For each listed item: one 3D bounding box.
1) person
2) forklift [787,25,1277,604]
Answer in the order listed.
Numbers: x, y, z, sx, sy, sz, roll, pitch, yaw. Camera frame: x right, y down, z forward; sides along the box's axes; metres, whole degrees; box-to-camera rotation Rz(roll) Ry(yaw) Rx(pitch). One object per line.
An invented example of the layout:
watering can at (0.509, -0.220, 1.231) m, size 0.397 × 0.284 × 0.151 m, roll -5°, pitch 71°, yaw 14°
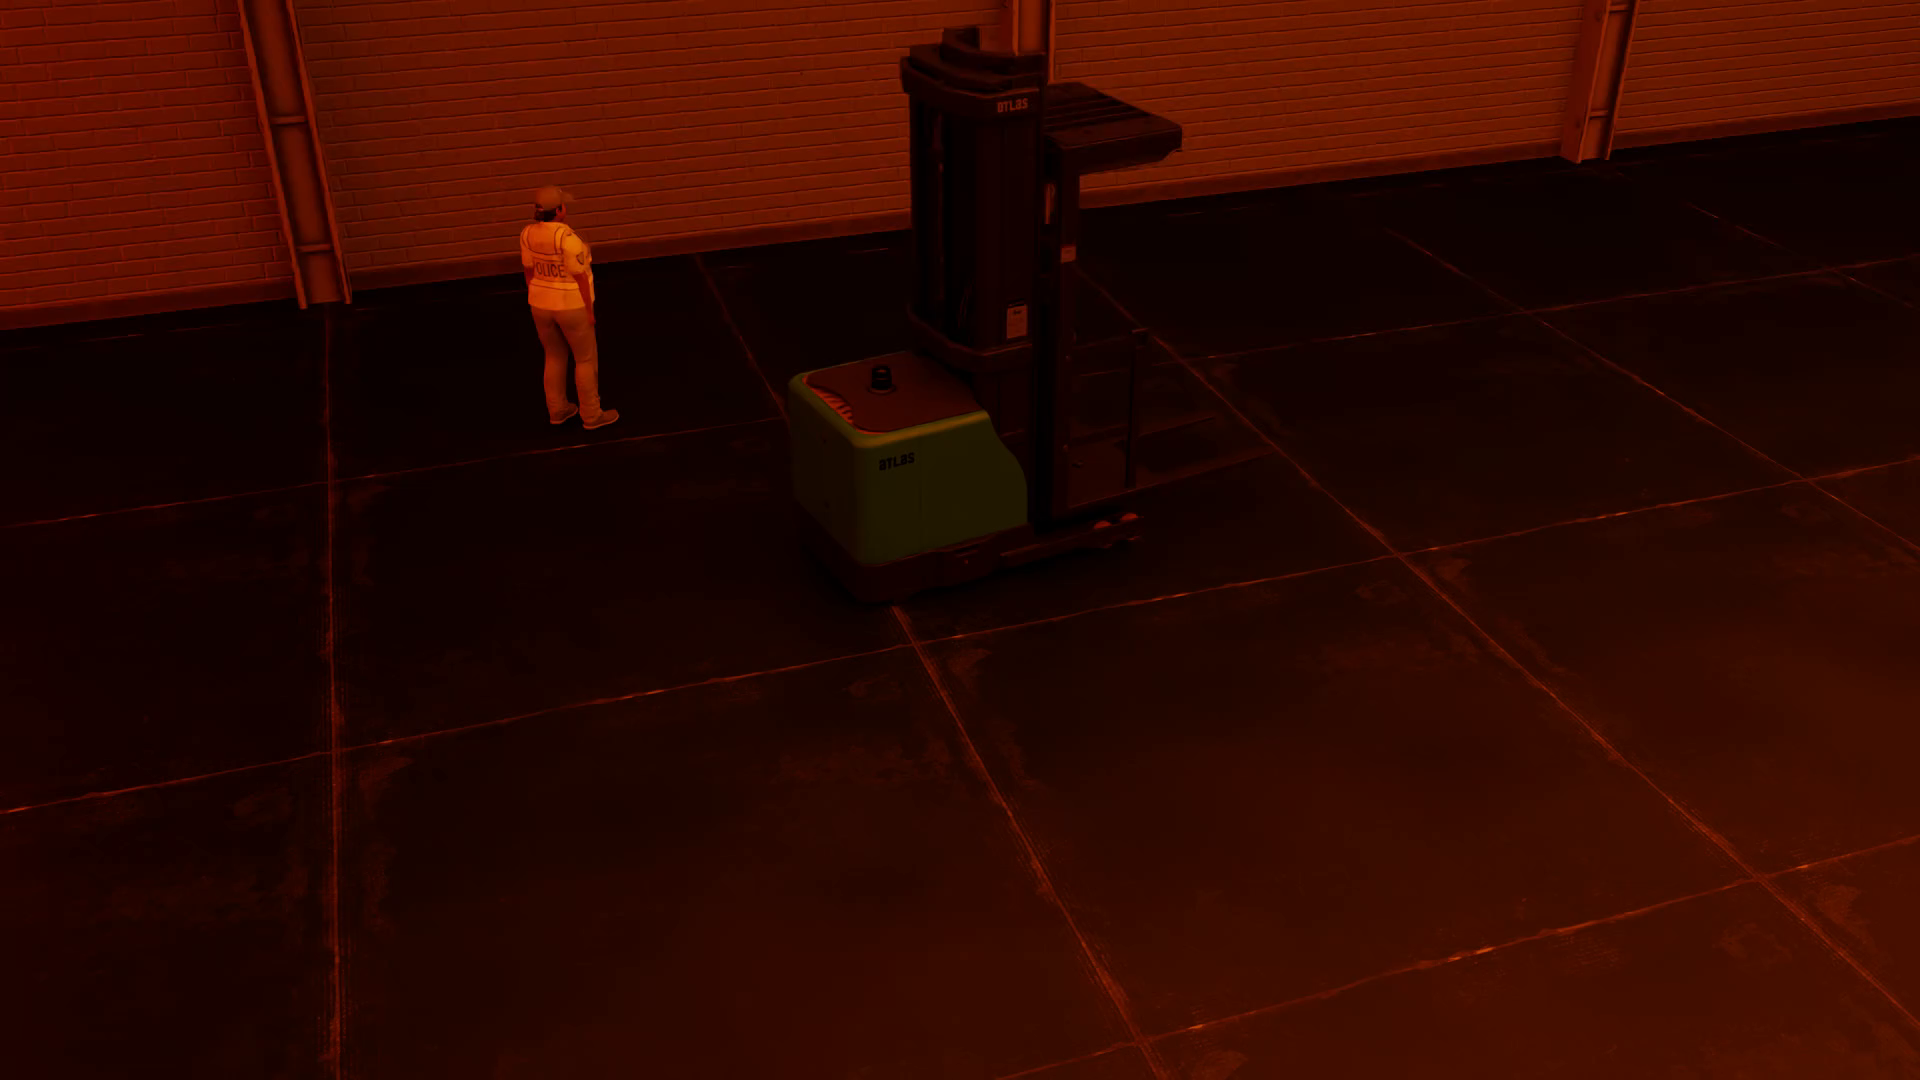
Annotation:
person at (-2.621, -1.541, 11.040) m, size 0.481 × 1.669 × 0.390 m, roll 12°, pitch 32°, yaw 19°
forklift at (0.537, -1.430, 9.572) m, size 3.031 × 2.935 × 1.130 m, roll -15°, pitch 33°, yaw -25°
